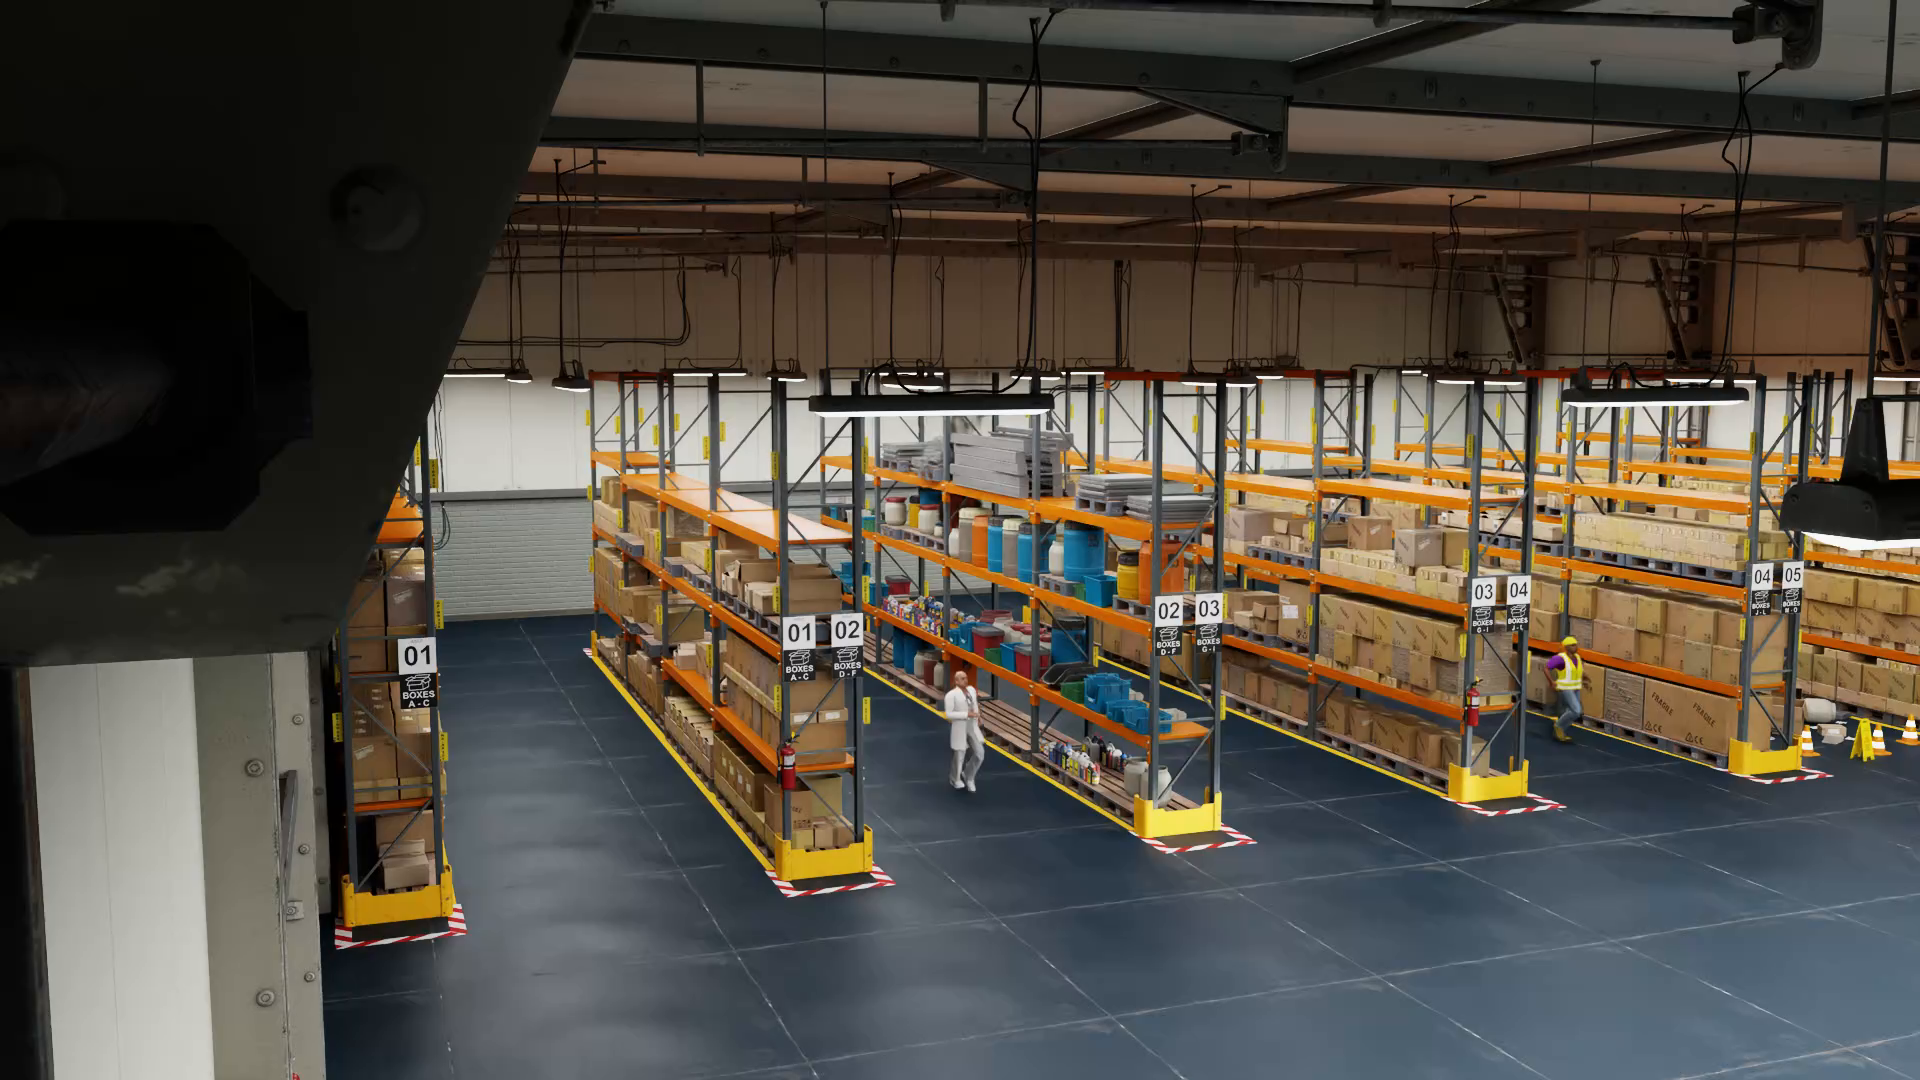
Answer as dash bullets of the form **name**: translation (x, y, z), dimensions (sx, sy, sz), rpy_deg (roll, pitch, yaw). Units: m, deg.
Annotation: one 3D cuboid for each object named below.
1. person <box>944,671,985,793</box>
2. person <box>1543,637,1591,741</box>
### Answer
- **person**: translation (0.069, 2.778, 24.035), dimensions (0.684, 1.788, 0.740), rpy_deg (-4, 7, -30)
- **person**: translation (9.952, 2.434, 27.092), dimensions (0.681, 1.721, 0.637), rpy_deg (-4, 7, -30)
